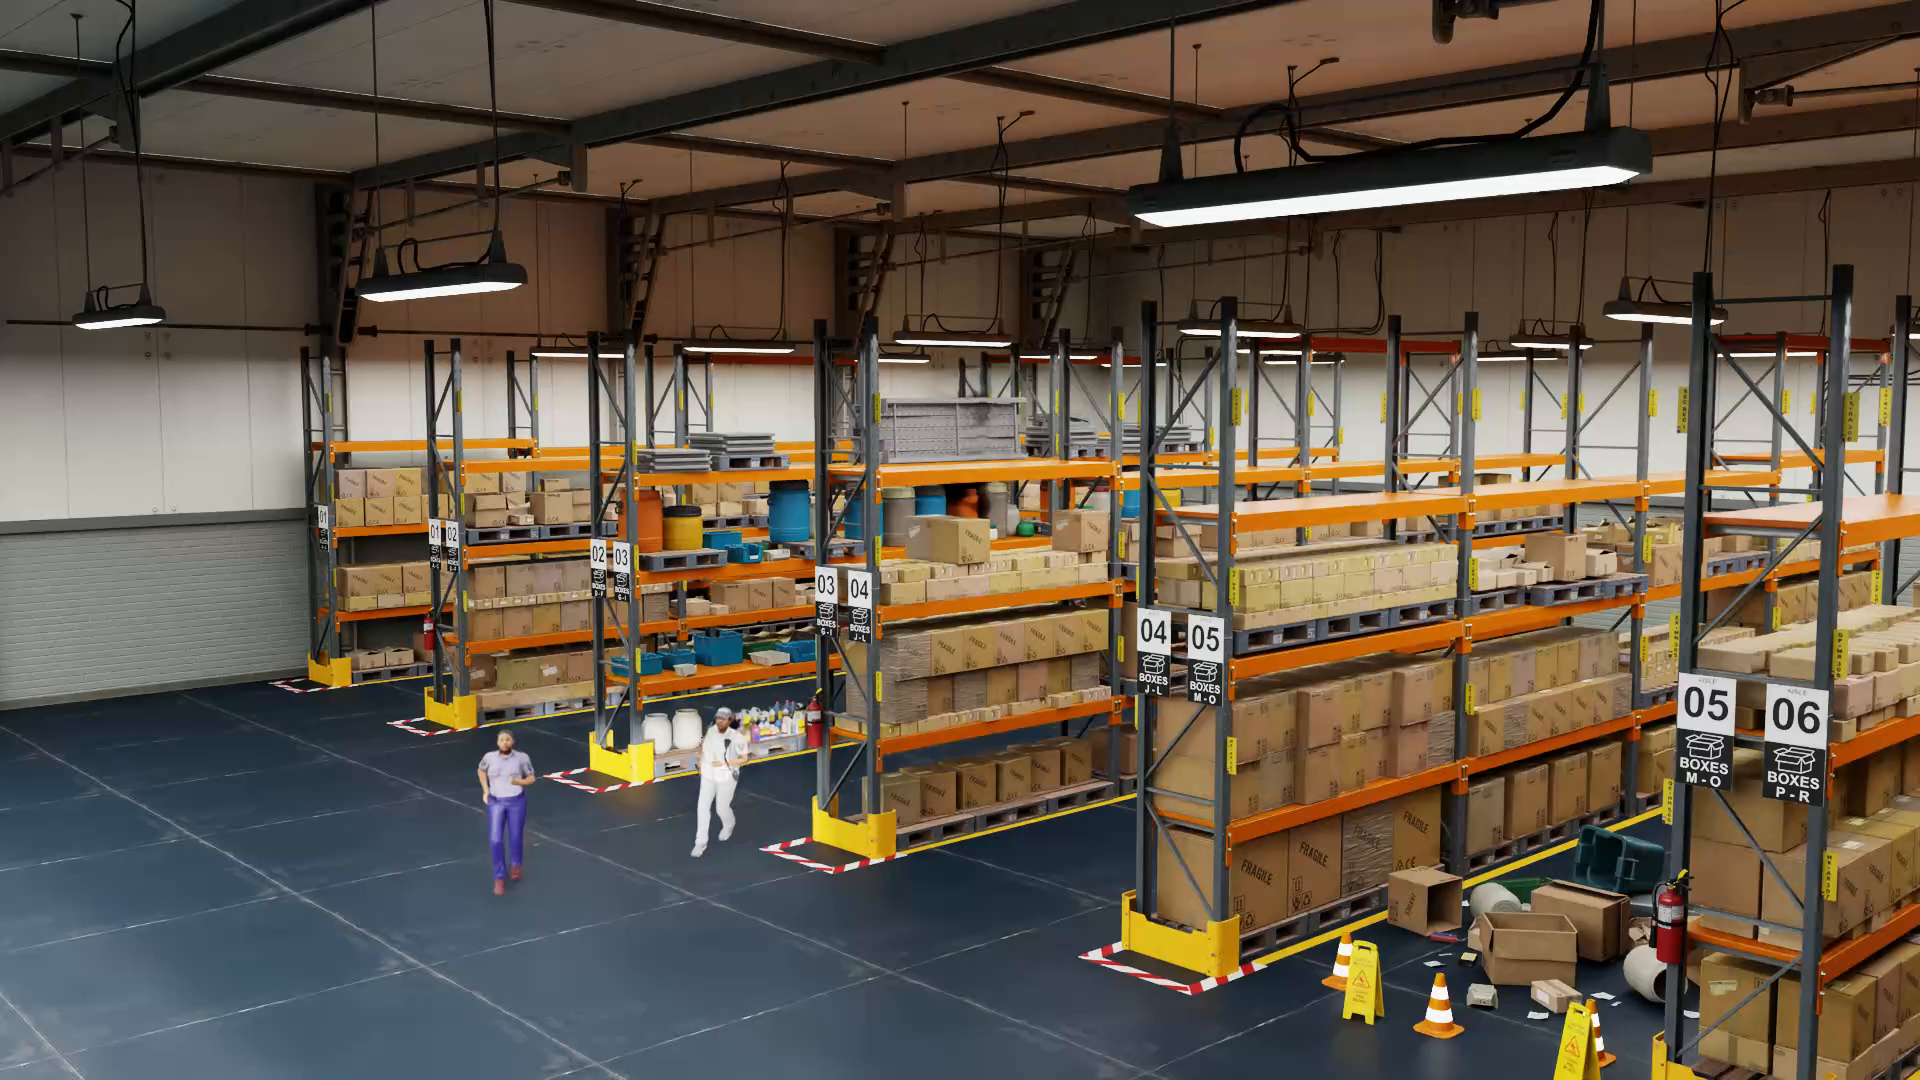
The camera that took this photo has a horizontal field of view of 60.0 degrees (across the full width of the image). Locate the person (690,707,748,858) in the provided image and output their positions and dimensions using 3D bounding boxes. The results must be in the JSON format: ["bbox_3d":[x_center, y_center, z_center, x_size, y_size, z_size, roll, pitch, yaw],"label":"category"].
[{"bbox_3d":[-2.670,2.692,18.837,0.634,1.637,0.866,2,5,18],"label":"person"}]

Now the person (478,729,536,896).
[{"bbox_3d":[-4.737,2.818,17.398,0.588,1.701,0.691,-1,5,-14],"label":"person"}]
